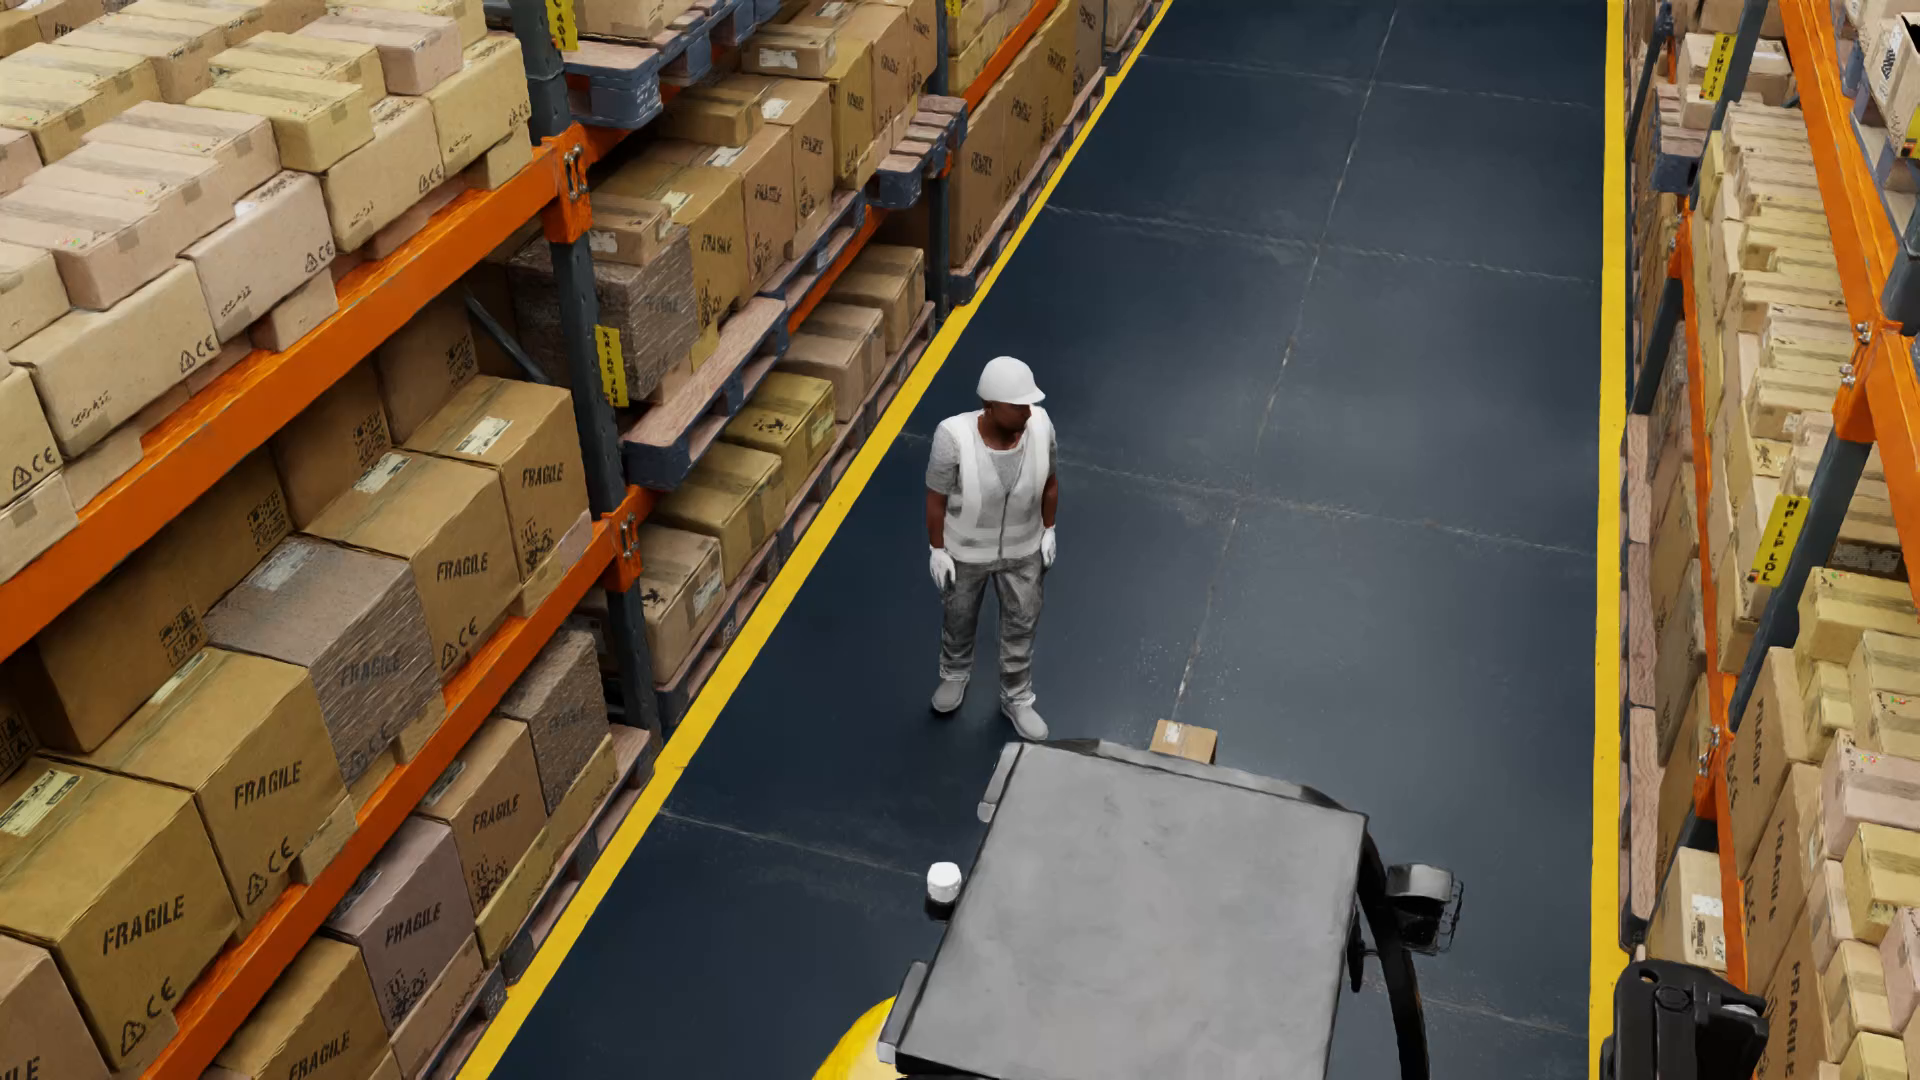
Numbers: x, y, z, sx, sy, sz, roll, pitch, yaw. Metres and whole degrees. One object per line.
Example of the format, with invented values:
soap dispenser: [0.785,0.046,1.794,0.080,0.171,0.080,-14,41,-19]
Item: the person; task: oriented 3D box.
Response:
person: [0.142,0.033,6.822,0.566,1.788,0.534,-8,37,-11]
